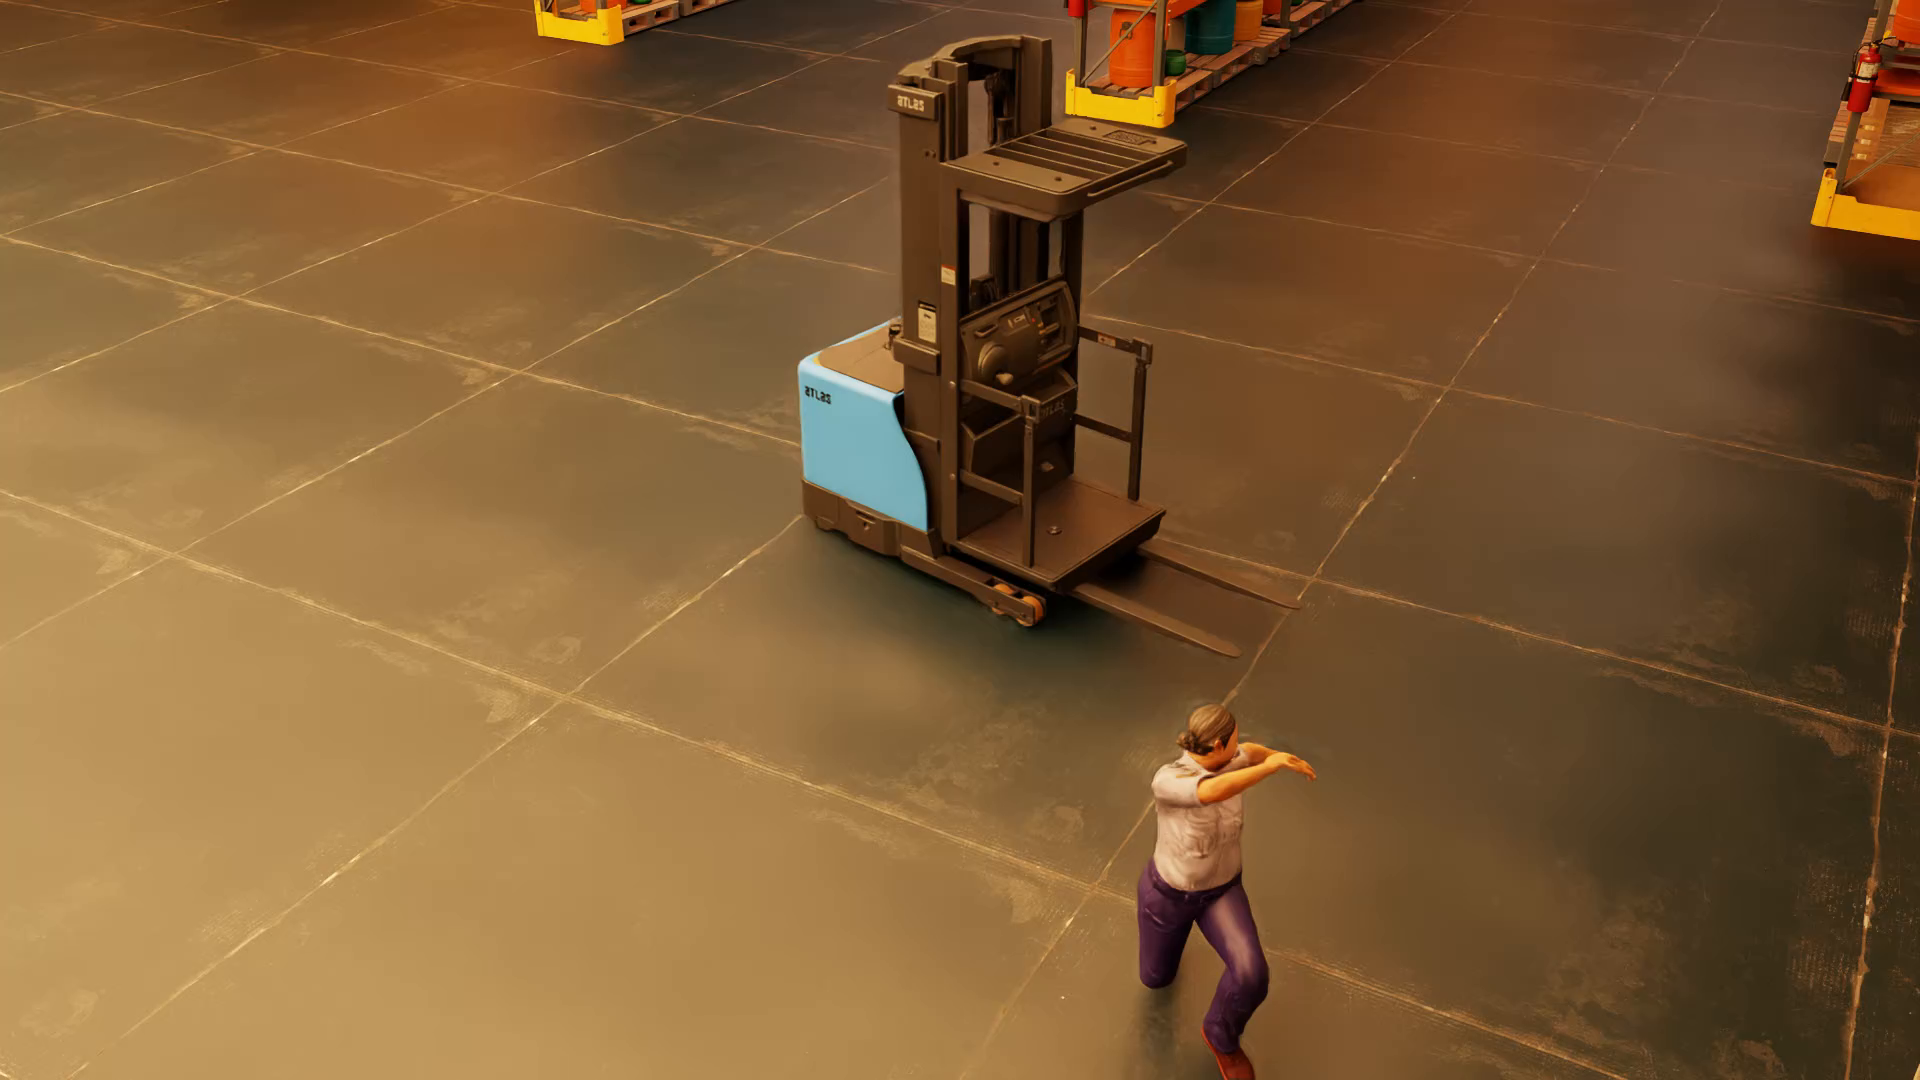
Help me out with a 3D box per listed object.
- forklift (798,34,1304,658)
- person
[{"bbox_3d":[0.486,-1.091,8.962,3.031,2.935,1.130,23,37,34],"label":"forklift"},{"bbox_3d":[1.133,1.276,6.450,0.909,1.378,0.933,-10,31,-16],"label":"person"}]
